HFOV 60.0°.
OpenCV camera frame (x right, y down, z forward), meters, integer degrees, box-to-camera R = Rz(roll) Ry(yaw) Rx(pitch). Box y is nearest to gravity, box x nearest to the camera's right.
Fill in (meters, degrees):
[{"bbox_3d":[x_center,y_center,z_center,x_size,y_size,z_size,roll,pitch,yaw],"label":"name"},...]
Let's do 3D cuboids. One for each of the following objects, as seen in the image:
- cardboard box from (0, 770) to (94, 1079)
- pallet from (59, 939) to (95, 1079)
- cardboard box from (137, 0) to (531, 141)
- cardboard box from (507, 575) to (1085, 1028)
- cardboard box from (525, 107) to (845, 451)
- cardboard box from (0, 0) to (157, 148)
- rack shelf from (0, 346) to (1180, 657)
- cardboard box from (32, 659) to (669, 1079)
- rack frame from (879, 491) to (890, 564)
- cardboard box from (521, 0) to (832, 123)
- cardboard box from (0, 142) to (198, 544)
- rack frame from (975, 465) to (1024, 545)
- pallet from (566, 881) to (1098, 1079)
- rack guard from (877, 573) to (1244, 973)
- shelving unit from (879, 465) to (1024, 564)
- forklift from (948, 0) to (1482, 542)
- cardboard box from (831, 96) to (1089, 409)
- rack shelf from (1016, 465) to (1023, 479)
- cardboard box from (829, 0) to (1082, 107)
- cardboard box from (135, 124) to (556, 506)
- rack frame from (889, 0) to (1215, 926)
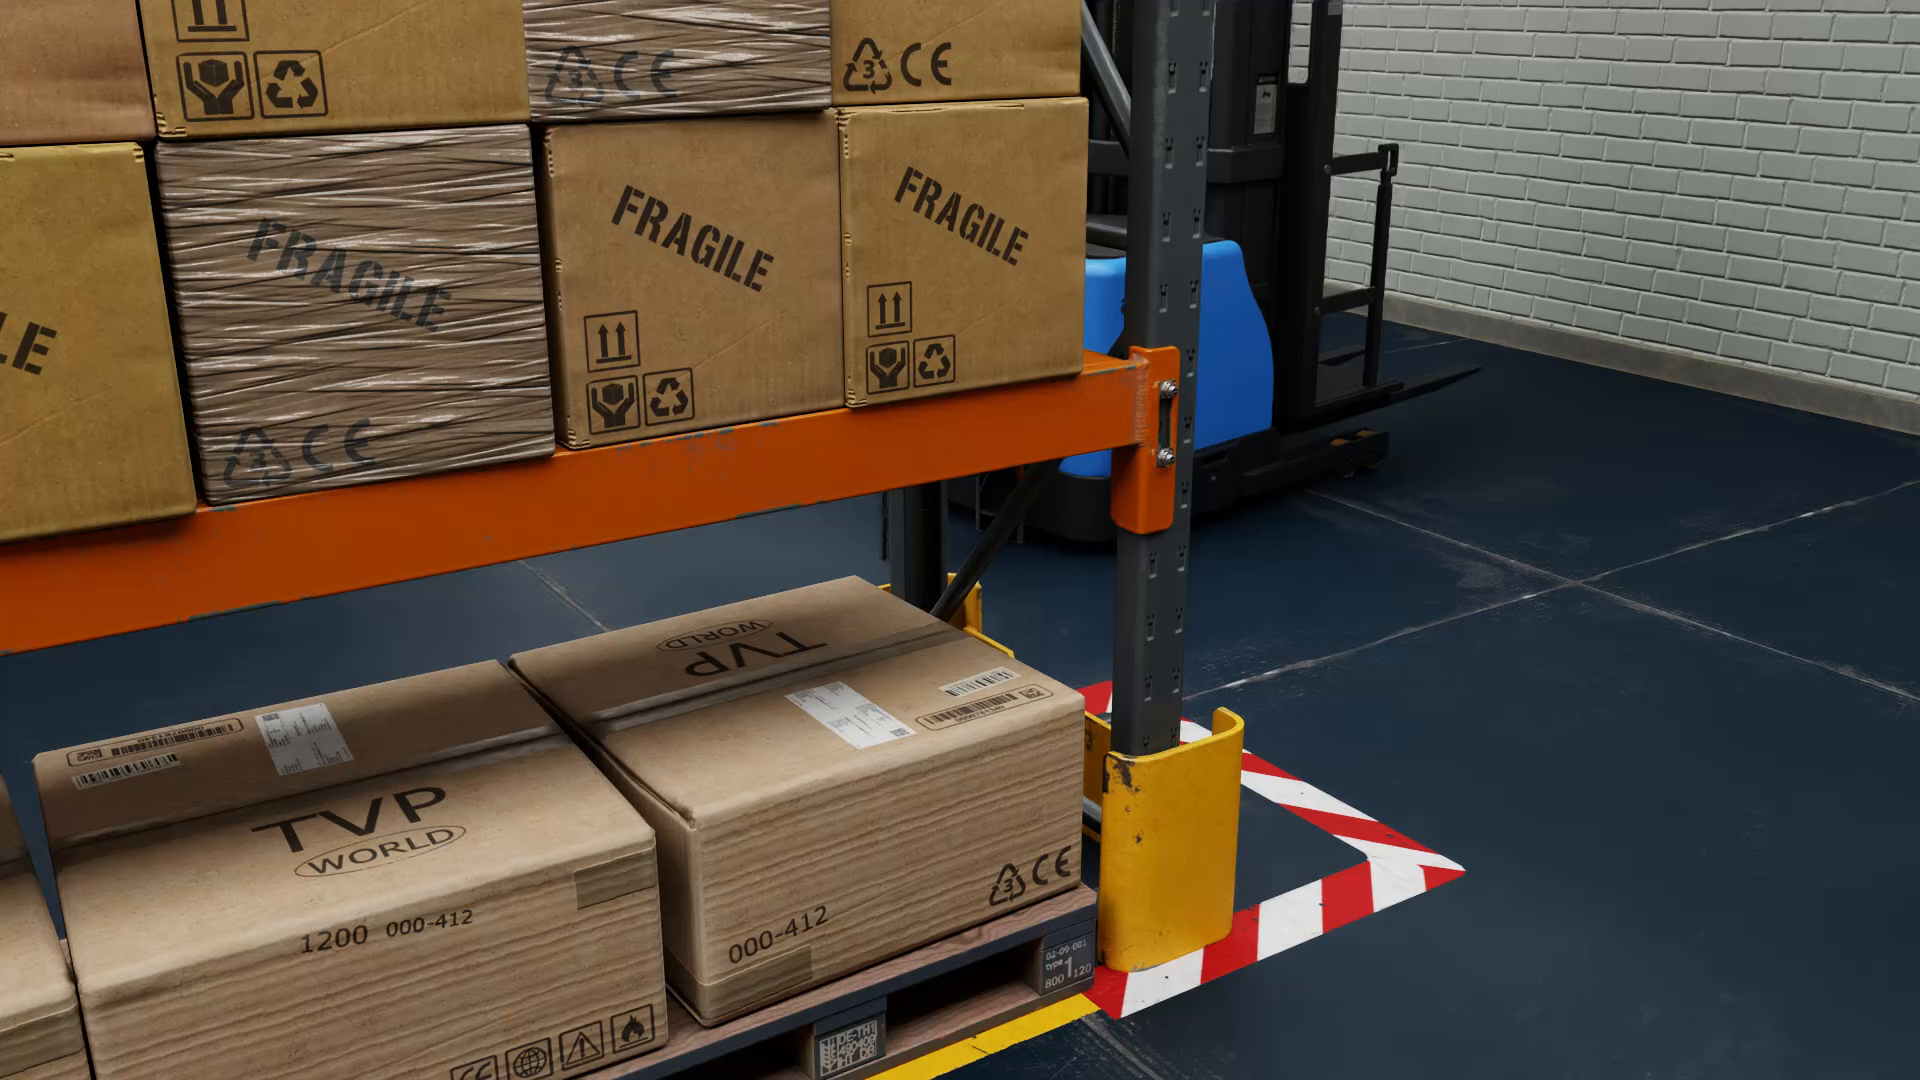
[{"bbox_3d":[-1.866,0.803,2.532,0.875,0.438,0.875,-13,22,-33],"label":"cardboard box"},{"bbox_3d":[-1.498,1.019,2.900,1.213,0.211,1.003,-12,22,-31],"label":"pallet"},{"bbox_3d":[-0.962,-0.863,2.397,0.500,0.500,0.500,-12,22,-32],"label":"cardboard box"},{"bbox_3d":[-0.352,0.481,3.484,0.875,0.438,0.875,-13,23,-33],"label":"cardboard box"},{"bbox_3d":[-0.540,-0.484,2.837,0.500,0.500,0.500,-12,22,-33],"label":"cardboard box"},{"bbox_3d":[-1.383,-0.775,2.137,0.500,0.500,0.500,-12,22,-32],"label":"cardboard box"},{"bbox_3d":[-1.526,0.016,2.637,4.000,0.370,1.077,-12,22,-31],"label":"rack shelf"},{"bbox_3d":[-1.112,0.644,3.000,0.875,0.438,0.875,-11,22,-30],"label":"cardboard box"},{"bbox_3d":[-0.202,-0.469,5.758,0.015,1.200,0.240,-17,25,-41],"label":"rack frame"},{"bbox_3d":[-0.548,-0.949,2.652,0.500,0.500,0.500,-12,22,-31],"label":"cardboard box"},{"bbox_3d":[-1.389,-0.296,2.282,0.500,0.500,0.500,-11,22,-30],"label":"cardboard box"},{"bbox_3d":[0.148,-0.578,6.080,0.015,1.200,0.240,-17,25,-41],"label":"rack frame"},{"bbox_3d":[-0.480,0.806,3.532,1.213,0.211,1.003,-12,22,-31],"label":"pallet"},{"bbox_3d":[0.164,0.503,3.976,0.348,0.500,1.175,-12,22,-31],"label":"rack guard"},{"bbox_3d":[-0.027,-0.523,5.919,0.503,1.200,0.258,-17,25,-41],"label":"shelving unit"},{"bbox_3d":[1.203,-1.756,6.863,3.031,2.935,1.130,-17,25,-41],"label":"forklift"},{"bbox_3d":[-0.113,-0.569,3.087,0.500,0.500,0.500,-12,22,-31],"label":"cardboard box"},{"bbox_3d":[-0.027,-0.271,6.004,0.480,0.148,0.258,-17,25,-41],"label":"rack shelf"},{"bbox_3d":[-0.127,-1.049,2.948,0.500,0.500,0.500,-11,22,-30],"label":"cardboard box"},{"bbox_3d":[-0.965,-0.391,2.561,0.500,0.500,0.500,-11,22,-30],"label":"cardboard box"},{"bbox_3d":[0.144,-0.677,3.563,0.127,3.000,1.000,-12,22,-31],"label":"rack frame"}]
